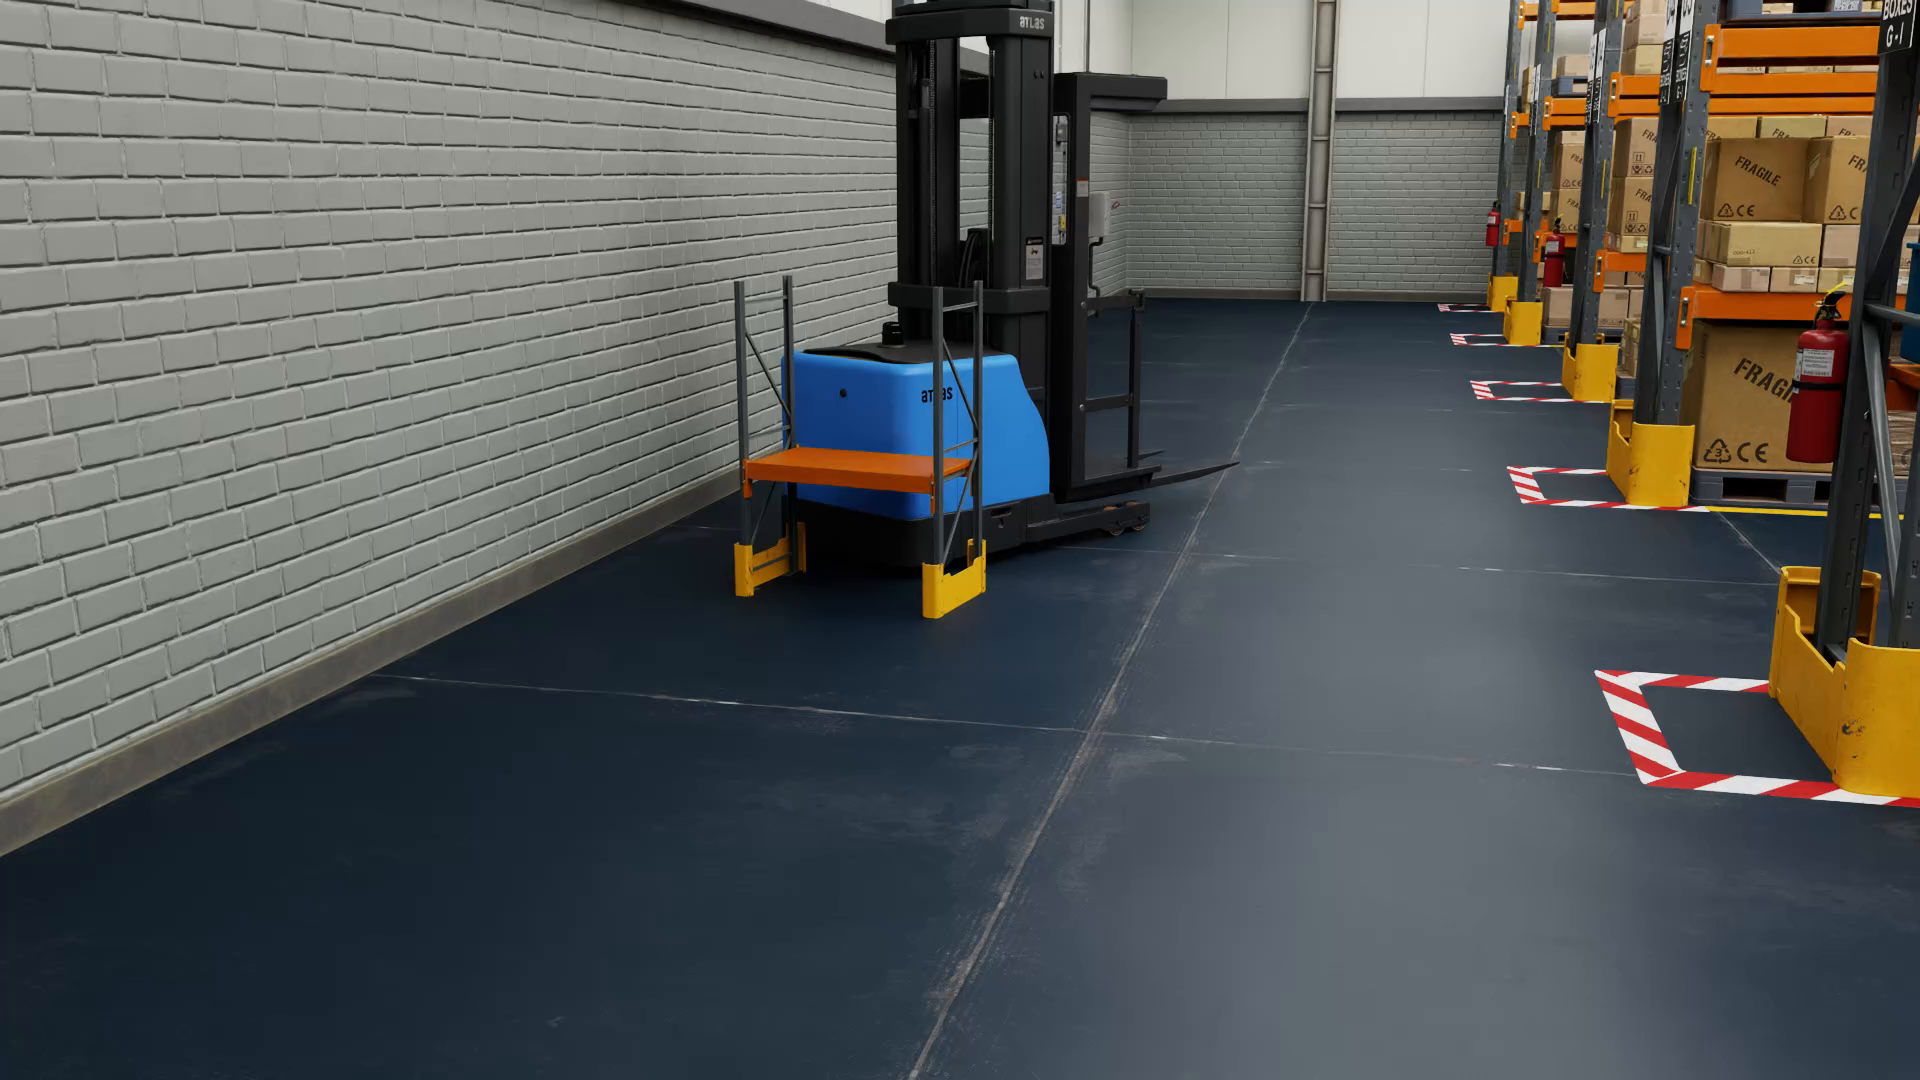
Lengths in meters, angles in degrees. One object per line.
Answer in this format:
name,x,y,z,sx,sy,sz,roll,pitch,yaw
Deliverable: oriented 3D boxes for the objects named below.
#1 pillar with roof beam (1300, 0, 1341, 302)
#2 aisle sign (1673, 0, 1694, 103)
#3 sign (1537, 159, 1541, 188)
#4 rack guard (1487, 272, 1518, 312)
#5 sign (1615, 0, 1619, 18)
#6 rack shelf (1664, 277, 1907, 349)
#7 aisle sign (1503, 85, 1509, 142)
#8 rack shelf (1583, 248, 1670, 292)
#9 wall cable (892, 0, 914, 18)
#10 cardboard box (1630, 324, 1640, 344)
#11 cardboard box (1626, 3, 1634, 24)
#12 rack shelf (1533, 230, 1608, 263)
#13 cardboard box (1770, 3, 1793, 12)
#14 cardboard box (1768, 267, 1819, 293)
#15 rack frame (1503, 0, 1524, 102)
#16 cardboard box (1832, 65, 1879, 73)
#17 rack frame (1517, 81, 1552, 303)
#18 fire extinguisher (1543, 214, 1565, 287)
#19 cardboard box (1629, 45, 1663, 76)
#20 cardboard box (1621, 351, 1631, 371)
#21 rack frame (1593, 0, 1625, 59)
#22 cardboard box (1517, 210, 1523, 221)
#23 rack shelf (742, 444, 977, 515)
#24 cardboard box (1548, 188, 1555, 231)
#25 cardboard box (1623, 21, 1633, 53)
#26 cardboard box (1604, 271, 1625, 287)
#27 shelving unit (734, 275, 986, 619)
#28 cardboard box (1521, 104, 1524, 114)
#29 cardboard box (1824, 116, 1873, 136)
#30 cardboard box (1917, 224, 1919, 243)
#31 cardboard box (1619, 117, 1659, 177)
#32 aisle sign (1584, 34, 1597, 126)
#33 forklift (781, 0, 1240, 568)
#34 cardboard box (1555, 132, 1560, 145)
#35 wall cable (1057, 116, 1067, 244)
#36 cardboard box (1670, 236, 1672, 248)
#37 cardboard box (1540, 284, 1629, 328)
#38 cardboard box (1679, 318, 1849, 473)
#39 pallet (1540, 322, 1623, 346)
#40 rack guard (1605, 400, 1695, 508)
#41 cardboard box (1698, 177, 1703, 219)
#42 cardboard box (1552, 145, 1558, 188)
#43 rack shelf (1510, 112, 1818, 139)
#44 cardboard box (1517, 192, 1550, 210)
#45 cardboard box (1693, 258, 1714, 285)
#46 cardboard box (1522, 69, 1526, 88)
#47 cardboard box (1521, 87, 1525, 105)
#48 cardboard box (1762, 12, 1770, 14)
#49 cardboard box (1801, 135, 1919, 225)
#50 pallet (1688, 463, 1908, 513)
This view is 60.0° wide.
pillar with roof beam,4.553,-7.269,21.221,0.400,9.000,9.100,3,13,14
aisle sign,4.284,-2.998,9.819,0.004,0.787,0.394,3,13,14
sign,6.661,-4.217,19.134,0.005,0.325,0.100,3,13,14
rack guard,8.060,-3.692,24.719,0.348,0.500,1.175,3,13,14
sign,5.582,-4.603,14.112,0.005,0.325,0.100,3,13,14
rack shelf,6.368,-1.333,9.978,4.000,0.370,1.077,3,13,14
aisle sign,7.849,-6.127,23.923,0.004,0.787,0.394,3,13,14
rack shelf,7.654,-2.371,14.656,4.000,0.370,1.077,3,13,14
wall cable,-0.238,-7.306,13.959,0.120,5.999,2.277,3,13,14
cardboard box,6.140,-1.831,14.800,0.250,0.149,0.380,2,13,11
cardboard box,6.105,-4.700,14.840,0.250,0.149,0.380,3,13,13
rack shelf,8.742,-3.417,19.371,4.000,0.370,1.077,3,13,14
cardboard box,6.973,-4.541,14.121,0.250,0.149,0.380,3,13,15
cardboard box,4.941,-1.565,9.941,0.250,0.149,0.380,3,13,13
rack frame,7.986,-7.845,23.817,0.127,3.000,1.000,3,13,14
cardboard box,7.599,-4.059,14.023,0.500,0.250,0.500,3,13,13
rack frame,6.800,-3.872,19.761,0.127,3.000,1.000,3,13,14
fire extinguisher,5.578,-2.716,15.591,0.183,0.674,0.296,3,13,14
cardboard box,6.087,-4.140,14.390,0.500,0.250,0.500,4,13,16
cardboard box,6.273,-1.656,15.383,0.250,0.149,0.380,3,13,14
rack frame,5.712,-5.755,14.396,0.127,3.000,1.000,3,13,14
cardboard box,8.239,-4.719,24.157,0.250,0.149,0.380,3,13,13
rack shelf,-0.472,-0.300,7.951,1.000,0.185,0.538,5,14,23
cardboard box,7.332,-3.952,19.888,0.500,0.500,0.500,3,13,14
cardboard box,6.220,-4.491,14.816,0.500,0.250,0.500,3,13,12
cardboard box,9.378,-3.797,24.222,0.500,0.500,0.700,4,13,16
shelving unit,-0.480,-0.476,7.915,1.083,1.500,0.587,5,14,23
cardboard box,8.352,-6.290,24.313,0.250,0.149,0.380,3,13,15
cardboard box,7.571,-3.347,14.167,0.500,0.500,0.500,3,13,12
cardboard box,5.820,-1.726,9.748,0.500,0.250,0.500,3,13,12
cardboard box,6.085,-3.429,14.538,0.500,0.500,0.500,3,13,13
aisle sign,5.713,-4.162,15.065,0.004,0.787,0.394,3,13,14
forklift,0.444,-1.526,9.343,3.031,2.935,1.130,-12,17,-43
cardboard box,7.197,-4.749,19.677,0.250,0.149,0.380,3,13,14
wall cable,1.320,-4.671,20.944,0.123,1.953,0.585,3,13,14
cardboard box,6.205,-2.613,14.666,0.250,0.149,0.380,4,13,16
cardboard box,7.465,-2.813,19.933,0.875,0.438,0.875,3,13,12
cardboard box,5.066,-0.939,10.479,0.875,0.875,0.875,3,13,14
pallet,7.595,-2.486,19.950,1.213,0.211,1.003,3,13,14
rack guard,4.403,-0.569,10.644,0.348,0.500,1.175,3,13,14
cardboard box,6.608,-2.916,14.535,0.500,0.500,0.500,3,13,14
cardboard box,7.325,-4.434,19.755,0.500,0.500,0.500,4,13,15
rack shelf,9.928,-5.925,23.752,4.000,0.370,1.077,3,13,14
cardboard box,8.362,-4.908,24.089,0.500,0.250,0.500,3,13,14
cardboard box,4.850,-1.716,10.624,0.250,0.149,0.380,3,13,15
cardboard box,8.484,-6.732,24.232,0.500,0.250,0.500,3,13,12
cardboard box,8.483,-6.487,24.280,0.500,0.250,0.500,3,13,13
cardboard box,6.583,-4.357,14.213,0.500,0.250,0.500,3,13,13
cardboard box,5.313,-2.119,9.786,0.500,0.500,0.500,3,13,12
pallet,5.221,-0.402,10.557,1.213,0.211,1.003,3,13,14
